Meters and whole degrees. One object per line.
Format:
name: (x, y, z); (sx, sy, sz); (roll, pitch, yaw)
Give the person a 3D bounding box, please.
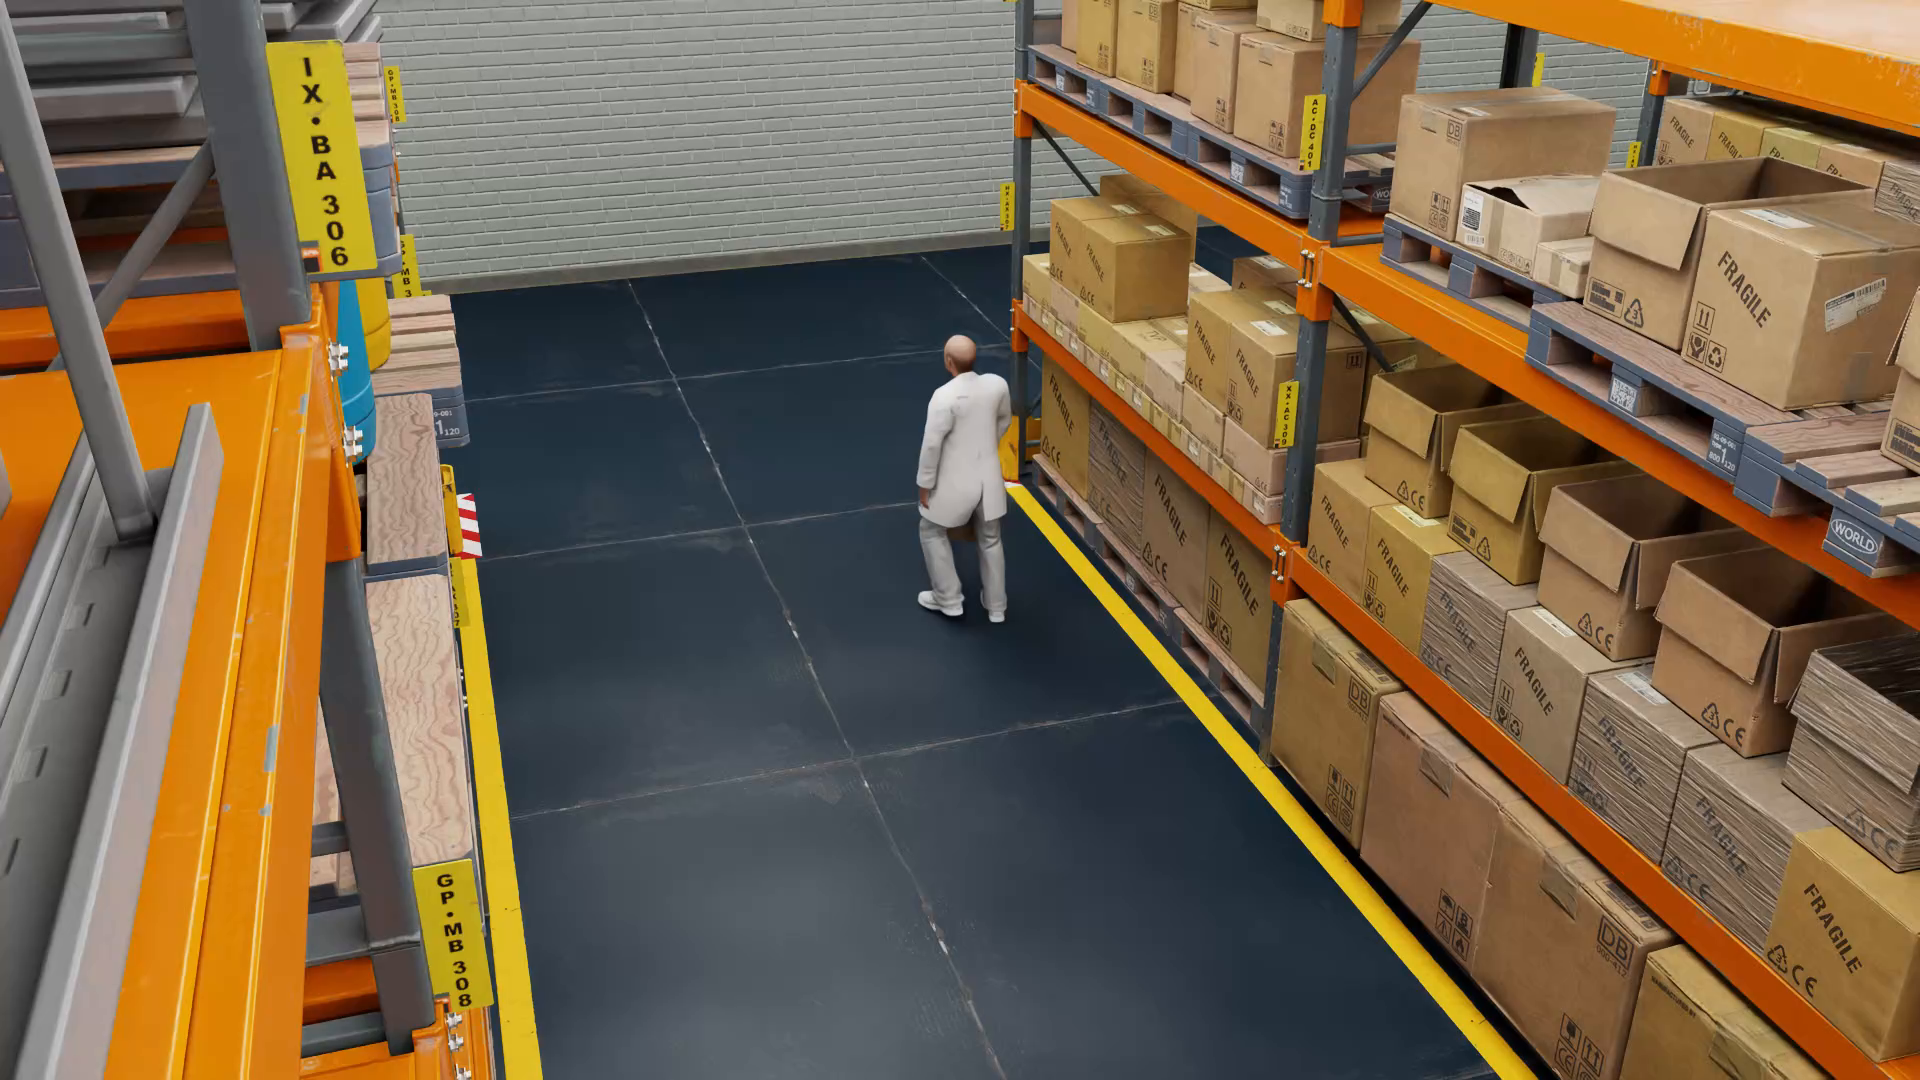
person: (0.025, -0.362, 9.876); (0.676, 1.770, 0.542); (-16, 30, -29)
